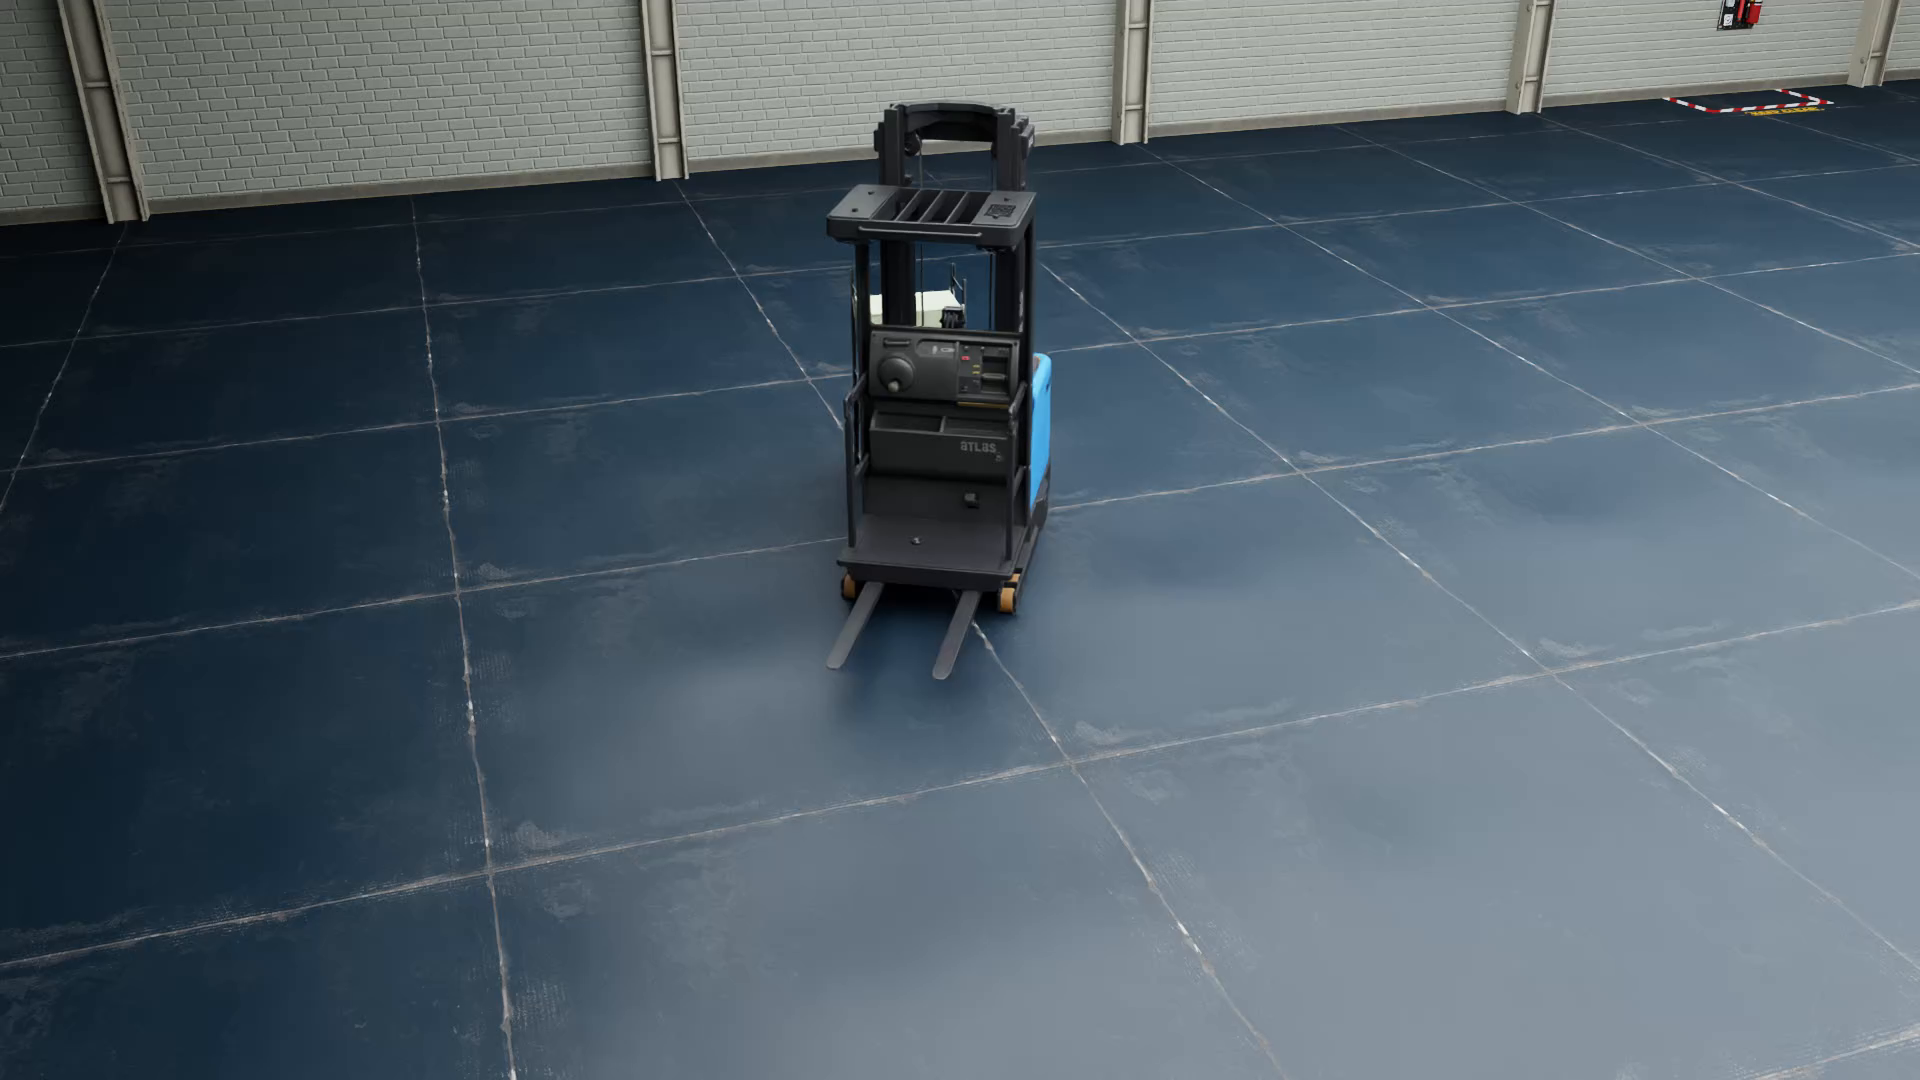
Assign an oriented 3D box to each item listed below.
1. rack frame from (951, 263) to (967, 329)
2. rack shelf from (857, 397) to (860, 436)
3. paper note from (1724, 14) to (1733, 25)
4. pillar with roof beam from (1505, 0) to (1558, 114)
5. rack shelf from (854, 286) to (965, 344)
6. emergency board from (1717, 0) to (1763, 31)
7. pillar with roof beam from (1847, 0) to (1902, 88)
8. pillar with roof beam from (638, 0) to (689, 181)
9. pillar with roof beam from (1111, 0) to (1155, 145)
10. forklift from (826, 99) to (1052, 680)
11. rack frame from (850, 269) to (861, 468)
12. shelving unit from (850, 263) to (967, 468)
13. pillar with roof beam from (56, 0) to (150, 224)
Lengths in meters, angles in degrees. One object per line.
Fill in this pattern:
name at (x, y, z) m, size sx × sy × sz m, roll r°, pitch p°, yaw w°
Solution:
rack frame at (-0.008, -1.218, 12.011) m, size 0.023 × 1.500 × 0.400 m, roll -6°, pitch 27°, yaw -12°
rack shelf at (-0.365, -0.890, 12.083) m, size 0.720 × 0.370 × 0.431 m, roll -6°, pitch 27°, yaw -12°
paper note at (11.071, -7.493, 23.955) m, size 0.142 × 0.148 × 0.016 m, roll -8°, pitch 28°, yaw -16°
pillar with roof beam at (9.250, -8.248, 17.738) m, size 0.400 × 9.000 × 9.100 m, roll -8°, pitch 28°, yaw -16°
rack shelf at (-0.365, -1.531, 11.764) m, size 0.720 × 0.370 × 0.431 m, roll -6°, pitch 27°, yaw -12°
emergency board at (11.260, -7.883, 23.749) m, size 0.643 × 1.169 × 0.194 m, roll -8°, pitch 28°, yaw -16°
pillar with roof beam at (14.955, -9.074, 19.402) m, size 0.400 × 9.000 × 9.100 m, roll -8°, pitch 28°, yaw -16°
pillar with roof beam at (-2.160, -6.595, 14.409) m, size 0.400 × 9.000 × 9.100 m, roll -8°, pitch 28°, yaw -16°
pillar with roof beam at (3.545, -7.421, 16.073) m, size 0.400 × 9.000 × 9.100 m, roll -8°, pitch 28°, yaw -16°
forklift at (-0.136, -1.031, 10.025) m, size 1.130 × 2.935 × 3.031 m, roll 5°, pitch 27°, yaw 10°
rack frame at (-0.722, -1.145, 11.865) m, size 0.023 × 1.500 × 0.400 m, roll -6°, pitch 27°, yaw -12°
shelving unit at (-0.365, -1.182, 11.938) m, size 0.755 × 1.500 × 0.431 m, roll -6°, pitch 27°, yaw -12°
pillar with roof beam at (-7.865, -5.769, 12.745) m, size 0.400 × 9.000 × 9.100 m, roll -8°, pitch 28°, yaw -16°
